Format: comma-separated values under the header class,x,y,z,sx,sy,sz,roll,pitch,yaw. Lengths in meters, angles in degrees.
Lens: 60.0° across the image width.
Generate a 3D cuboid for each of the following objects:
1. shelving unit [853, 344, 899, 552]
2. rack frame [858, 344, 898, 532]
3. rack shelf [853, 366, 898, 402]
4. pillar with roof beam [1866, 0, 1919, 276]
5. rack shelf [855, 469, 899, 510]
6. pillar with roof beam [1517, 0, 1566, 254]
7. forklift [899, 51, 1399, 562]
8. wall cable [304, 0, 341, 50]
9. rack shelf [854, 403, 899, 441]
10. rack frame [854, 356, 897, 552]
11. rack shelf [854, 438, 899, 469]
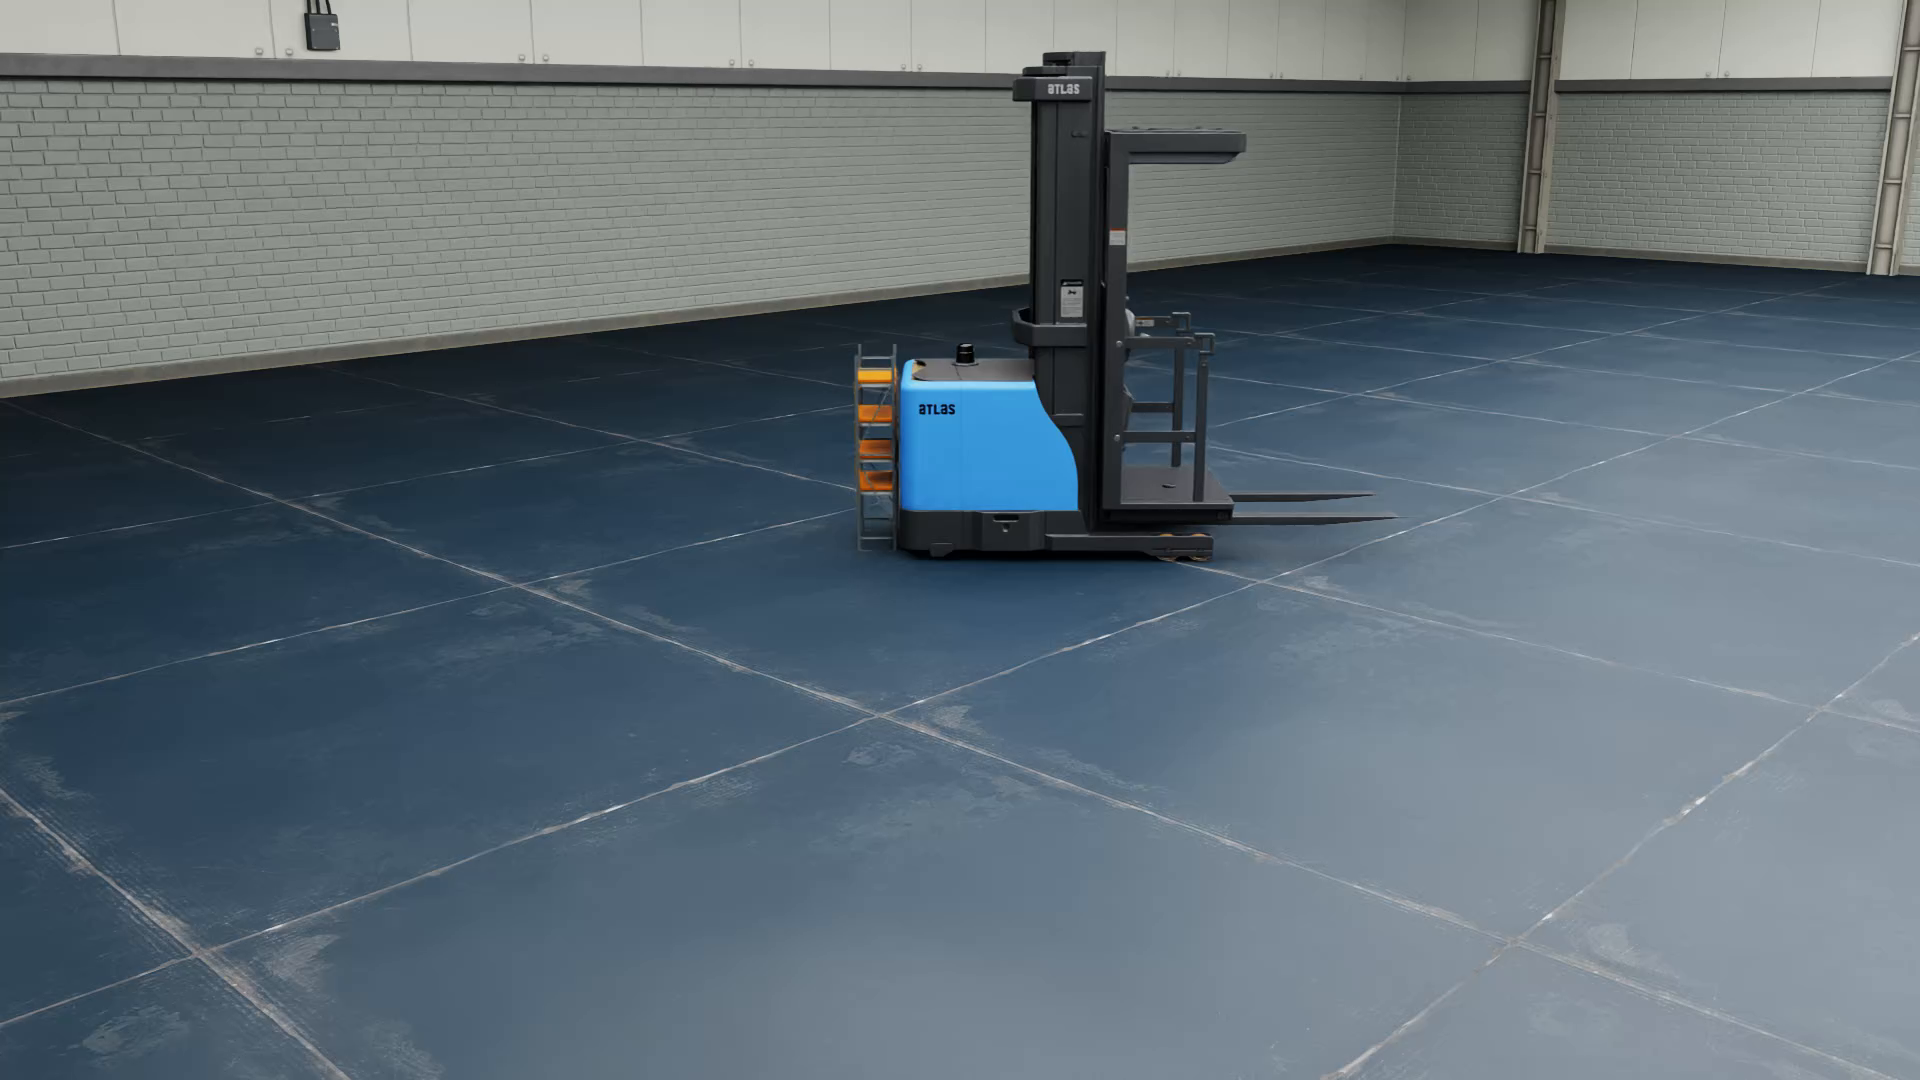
class,x,y,z,sx,sy,sz,roll,pitch,yaw
shelving unit,-0.512,-0.574,10.254,0.258,1.200,0.503,0,15,-1
rack frame,-0.516,-0.635,10.490,0.240,1.200,0.015,0,15,-1
rack shelf,-0.512,-0.954,10.155,0.258,0.148,0.480,0,15,-1
pillar with roof beam,11.973,-7.885,22.846,0.400,9.000,9.100,14,20,42
rack shelf,-0.512,-0.316,10.321,0.258,0.148,0.480,0,15,-1
pillar with roof beam,7.654,-8.935,26.876,0.400,9.000,9.100,14,20,42
forklift,1.147,-1.424,10.084,3.031,2.935,1.130,0,15,0
wall cable,-5.824,-8.120,17.005,0.169,6.003,2.305,14,20,42
rack shelf,-0.512,-0.725,10.214,0.258,0.148,0.480,0,15,-1
rack frame,-0.507,-0.512,10.018,0.240,1.200,0.015,0,15,-1
rack shelf,-0.512,-0.508,10.271,0.258,0.148,0.480,0,15,-1
